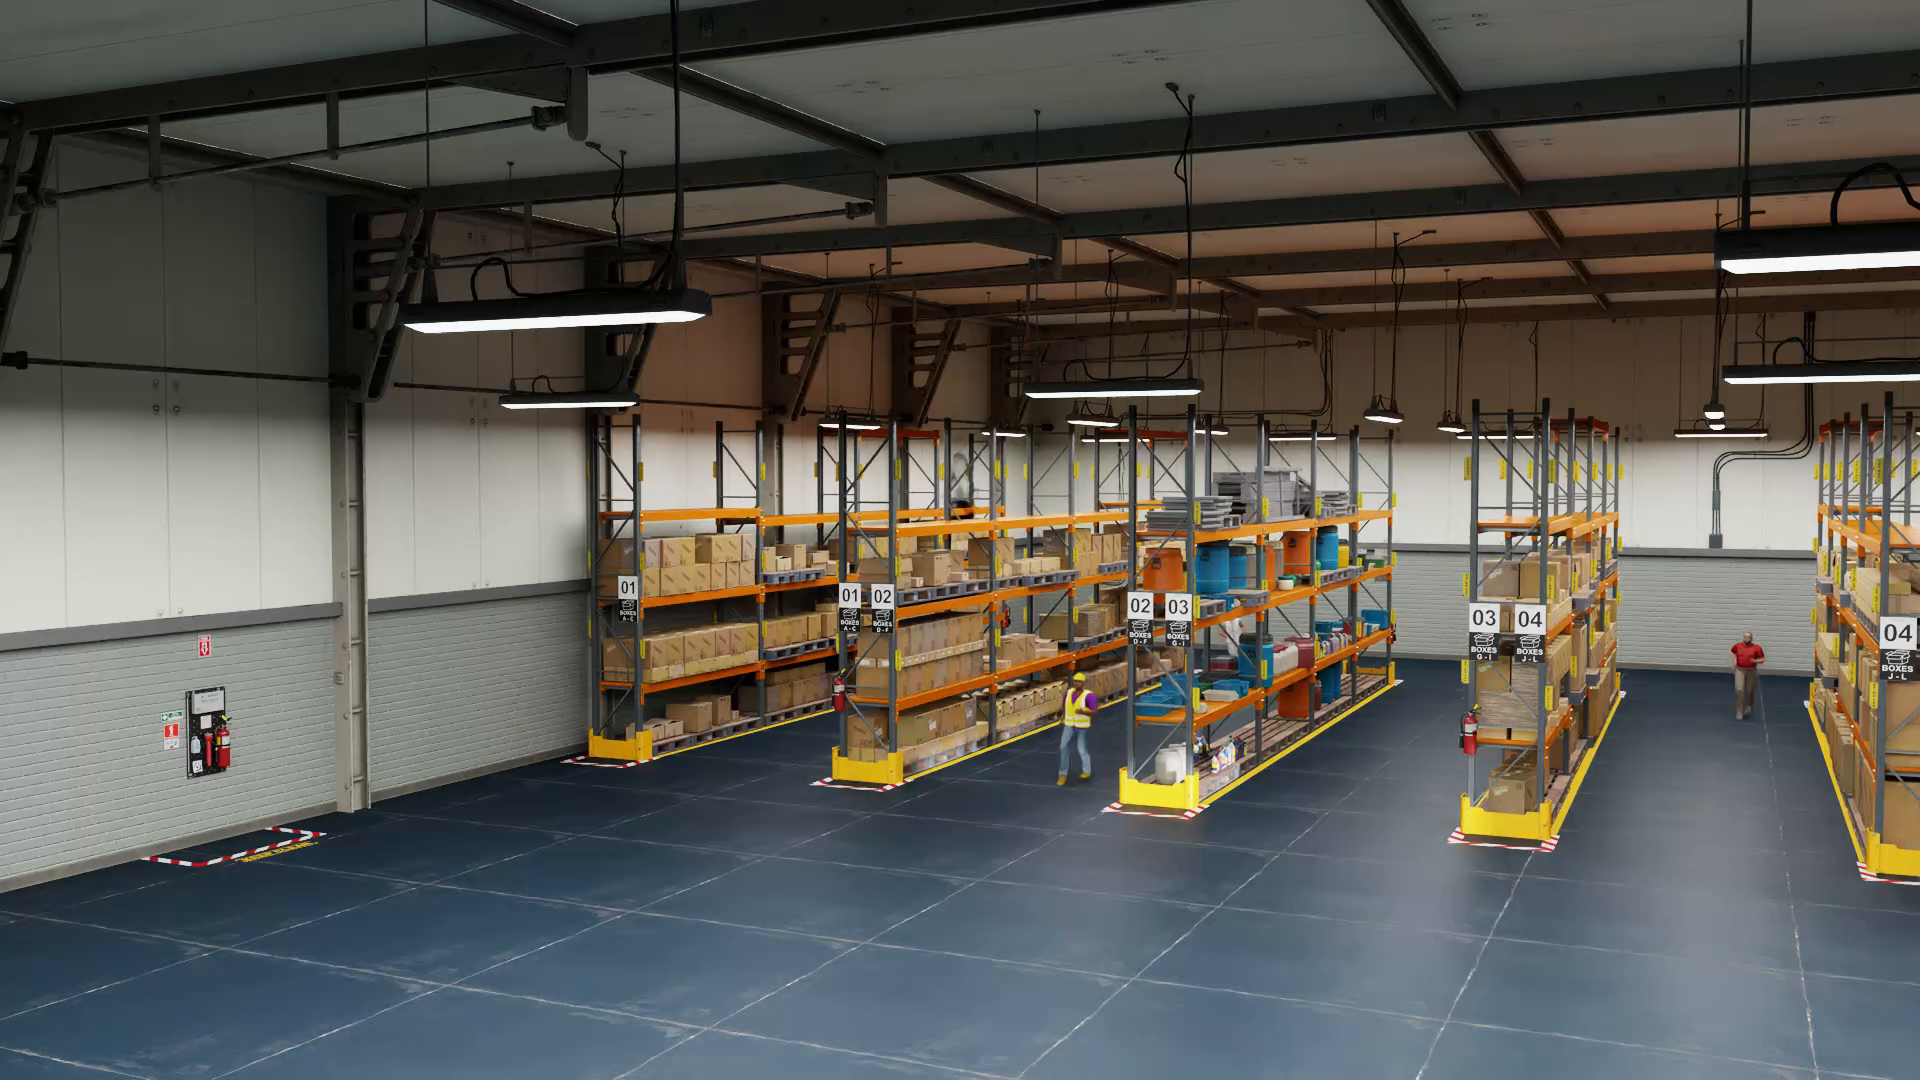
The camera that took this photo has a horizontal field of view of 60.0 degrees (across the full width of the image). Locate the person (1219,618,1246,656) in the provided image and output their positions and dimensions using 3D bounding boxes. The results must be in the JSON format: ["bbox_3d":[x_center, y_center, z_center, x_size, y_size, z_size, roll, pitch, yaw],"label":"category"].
[{"bbox_3d":[6.552,2.470,39.866,0.686,1.759,0.724,0,2,10],"label":"person"}]

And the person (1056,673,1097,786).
[{"bbox_3d":[1.882,3.030,26.674,0.682,1.820,0.746,1,3,24],"label":"person"}]

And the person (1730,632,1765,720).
[{"bbox_3d":[16.002,2.749,33.814,0.652,1.780,0.897,1,3,28],"label":"person"}]
